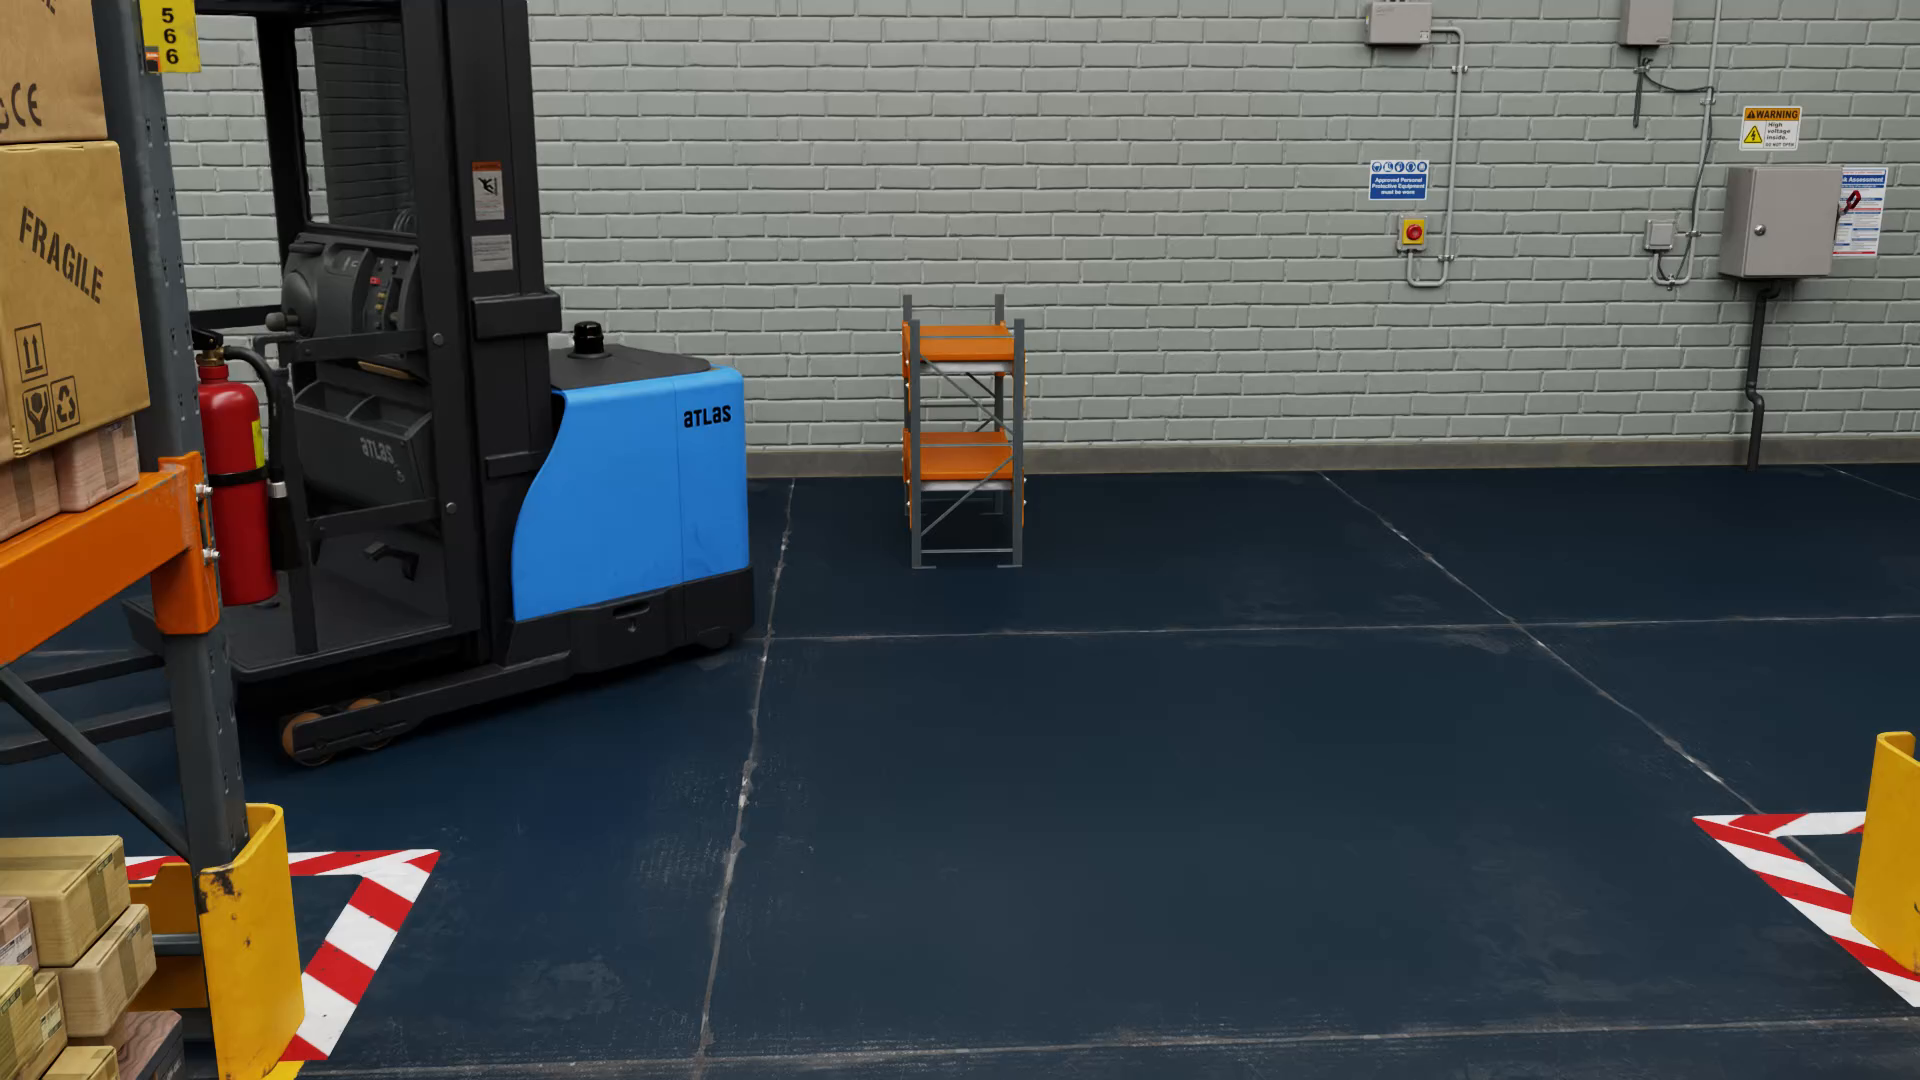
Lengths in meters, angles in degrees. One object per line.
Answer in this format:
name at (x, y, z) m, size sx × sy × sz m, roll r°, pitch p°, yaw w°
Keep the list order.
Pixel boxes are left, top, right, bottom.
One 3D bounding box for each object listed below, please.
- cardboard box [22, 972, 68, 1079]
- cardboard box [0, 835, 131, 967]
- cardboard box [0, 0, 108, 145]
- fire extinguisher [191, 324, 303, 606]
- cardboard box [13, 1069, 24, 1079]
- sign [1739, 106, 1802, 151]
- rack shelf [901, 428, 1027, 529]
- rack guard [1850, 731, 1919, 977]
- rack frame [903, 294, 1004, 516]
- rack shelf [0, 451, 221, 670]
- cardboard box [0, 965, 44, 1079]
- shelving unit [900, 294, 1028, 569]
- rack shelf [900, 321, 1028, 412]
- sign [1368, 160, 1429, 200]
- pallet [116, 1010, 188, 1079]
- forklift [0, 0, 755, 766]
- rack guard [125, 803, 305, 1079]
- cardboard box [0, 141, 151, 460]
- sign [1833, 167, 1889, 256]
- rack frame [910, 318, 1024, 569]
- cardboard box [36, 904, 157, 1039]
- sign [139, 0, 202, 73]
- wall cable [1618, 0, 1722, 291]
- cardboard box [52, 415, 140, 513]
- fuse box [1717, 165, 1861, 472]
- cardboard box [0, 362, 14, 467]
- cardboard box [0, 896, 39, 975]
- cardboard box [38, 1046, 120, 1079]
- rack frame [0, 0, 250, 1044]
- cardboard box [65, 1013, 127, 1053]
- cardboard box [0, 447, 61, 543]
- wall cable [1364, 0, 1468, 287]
cardboard box at (-1.798, 0.879, 2.870) m, size 0.380 × 0.149 × 0.250 m, roll -1°, pitch 14°, yaw -5°
cardboard box at (-1.792, 0.670, 3.085) m, size 0.380 × 0.149 × 0.250 m, roll -1°, pitch 14°, yaw -3°
cardboard box at (-1.801, -0.913, 2.752) m, size 0.500 × 0.500 × 0.500 m, roll -1°, pitch 14°, yaw -5°
fire extinguisher at (-1.632, -0.198, 3.680) m, size 0.296 × 0.674 × 0.183 m, roll -1°, pitch 14°, yaw -3°
cardboard box at (-1.726, 0.943, 2.624) m, size 0.380 × 0.149 × 0.250 m, roll -1°, pitch 15°, yaw -6°
sign at (4.522, -2.297, 9.276) m, size 0.339 × 0.242 × 0.001 m, roll -1°, pitch 14°, yaw -3°
rack shelf at (0.000, -0.310, 7.954) m, size 0.538 × 0.278 × 1.000 m, roll -1°, pitch 14°, yaw -3°
rack guard at (2.855, 0.757, 4.082) m, size 1.175 × 0.500 × 0.348 m, roll -1°, pitch 14°, yaw -3°
rack frame at (-0.032, -0.673, 8.384) m, size 0.500 × 1.125 × 0.032 m, roll -1°, pitch 14°, yaw -3°
rack shelf at (-1.954, 0.499, 1.510) m, size 1.077 × 0.370 × 4.000 m, roll -1°, pitch 14°, yaw -3°
cardboard box at (-1.691, 0.796, 2.596) m, size 0.380 × 0.149 × 0.250 m, roll -1°, pitch 14°, yaw -5°
shelving unit at (0.000, -0.546, 7.893) m, size 0.538 × 1.125 × 1.048 m, roll -1°, pitch 14°, yaw -3°
rack shelf at (0.000, -0.830, 7.820) m, size 0.538 × 0.278 × 1.000 m, roll -1°, pitch 14°, yaw -3°
sign at (2.432, -1.995, 9.219) m, size 0.327 × 0.218 × 0.001 m, roll -1°, pitch 14°, yaw -3°
pallet at (-2.058, 1.225, 2.840) m, size 1.003 × 0.211 × 1.213 m, roll -1°, pitch 14°, yaw -3°
forklift at (-2.200, -0.850, 5.448) m, size 3.031 × 2.935 × 1.130 m, roll -14°, pitch 20°, yaw -43°
rack guard at (-2.073, 0.883, 3.591) m, size 1.175 × 0.500 × 0.348 m, roll -1°, pitch 14°, yaw -3°
cardboard box at (-1.793, -0.431, 2.885) m, size 0.500 × 0.500 × 0.500 m, roll -1°, pitch 14°, yaw -2°
sign at (5.070, -1.859, 9.423) m, size 0.329 × 0.494 × 0.001 m, roll -1°, pitch 14°, yaw -3°
rack frame at (0.031, -0.420, 7.401) m, size 0.500 × 1.125 × 0.032 m, roll -1°, pitch 14°, yaw -3°
cardboard box at (-1.760, 0.814, 3.126) m, size 0.380 × 0.149 × 0.250 m, roll -1°, pitch 14°, yaw -5°
sign at (-1.522, -1.064, 3.183) m, size 0.100 × 0.325 × 0.005 m, roll -1°, pitch 14°, yaw -3°
wall cable at (3.899, -2.367, 9.167) m, size 0.588 × 1.984 × 0.122 m, roll -1°, pitch 14°, yaw -3°
cardboard box at (-1.775, -0.148, 3.086) m, size 0.380 × 0.149 × 0.250 m, roll -1°, pitch 14°, yaw -3°
fuse box at (4.590, -1.222, 9.342) m, size 0.539 × 1.711 × 0.414 m, roll -1°, pitch 14°, yaw -3°
cardboard box at (-1.766, -0.303, 2.387) m, size 0.500 × 0.500 × 0.500 m, roll -1°, pitch 14°, yaw -4°
cardboard box at (-1.834, 0.734, 2.839) m, size 0.380 × 0.149 × 0.250 m, roll -1°, pitch 14°, yaw -2°
cardboard box at (-1.720, 1.021, 2.917) m, size 0.380 × 0.149 × 0.250 m, roll 0°, pitch 14°, yaw -2°
rack frame at (-2.078, -0.346, 3.353) m, size 1.000 × 3.000 × 0.127 m, roll -1°, pitch 14°, yaw -3°
cardboard box at (-1.837, 0.959, 3.160) m, size 0.380 × 0.149 × 0.250 m, roll -1°, pitch 14°, yaw -2°
cardboard box at (-1.797, -0.086, 2.844) m, size 0.380 × 0.149 × 0.250 m, roll -1°, pitch 14°, yaw -4°
wall cable at (2.484, -2.357, 9.066) m, size 0.585 × 1.953 × 0.123 m, roll -1°, pitch 14°, yaw -3°
